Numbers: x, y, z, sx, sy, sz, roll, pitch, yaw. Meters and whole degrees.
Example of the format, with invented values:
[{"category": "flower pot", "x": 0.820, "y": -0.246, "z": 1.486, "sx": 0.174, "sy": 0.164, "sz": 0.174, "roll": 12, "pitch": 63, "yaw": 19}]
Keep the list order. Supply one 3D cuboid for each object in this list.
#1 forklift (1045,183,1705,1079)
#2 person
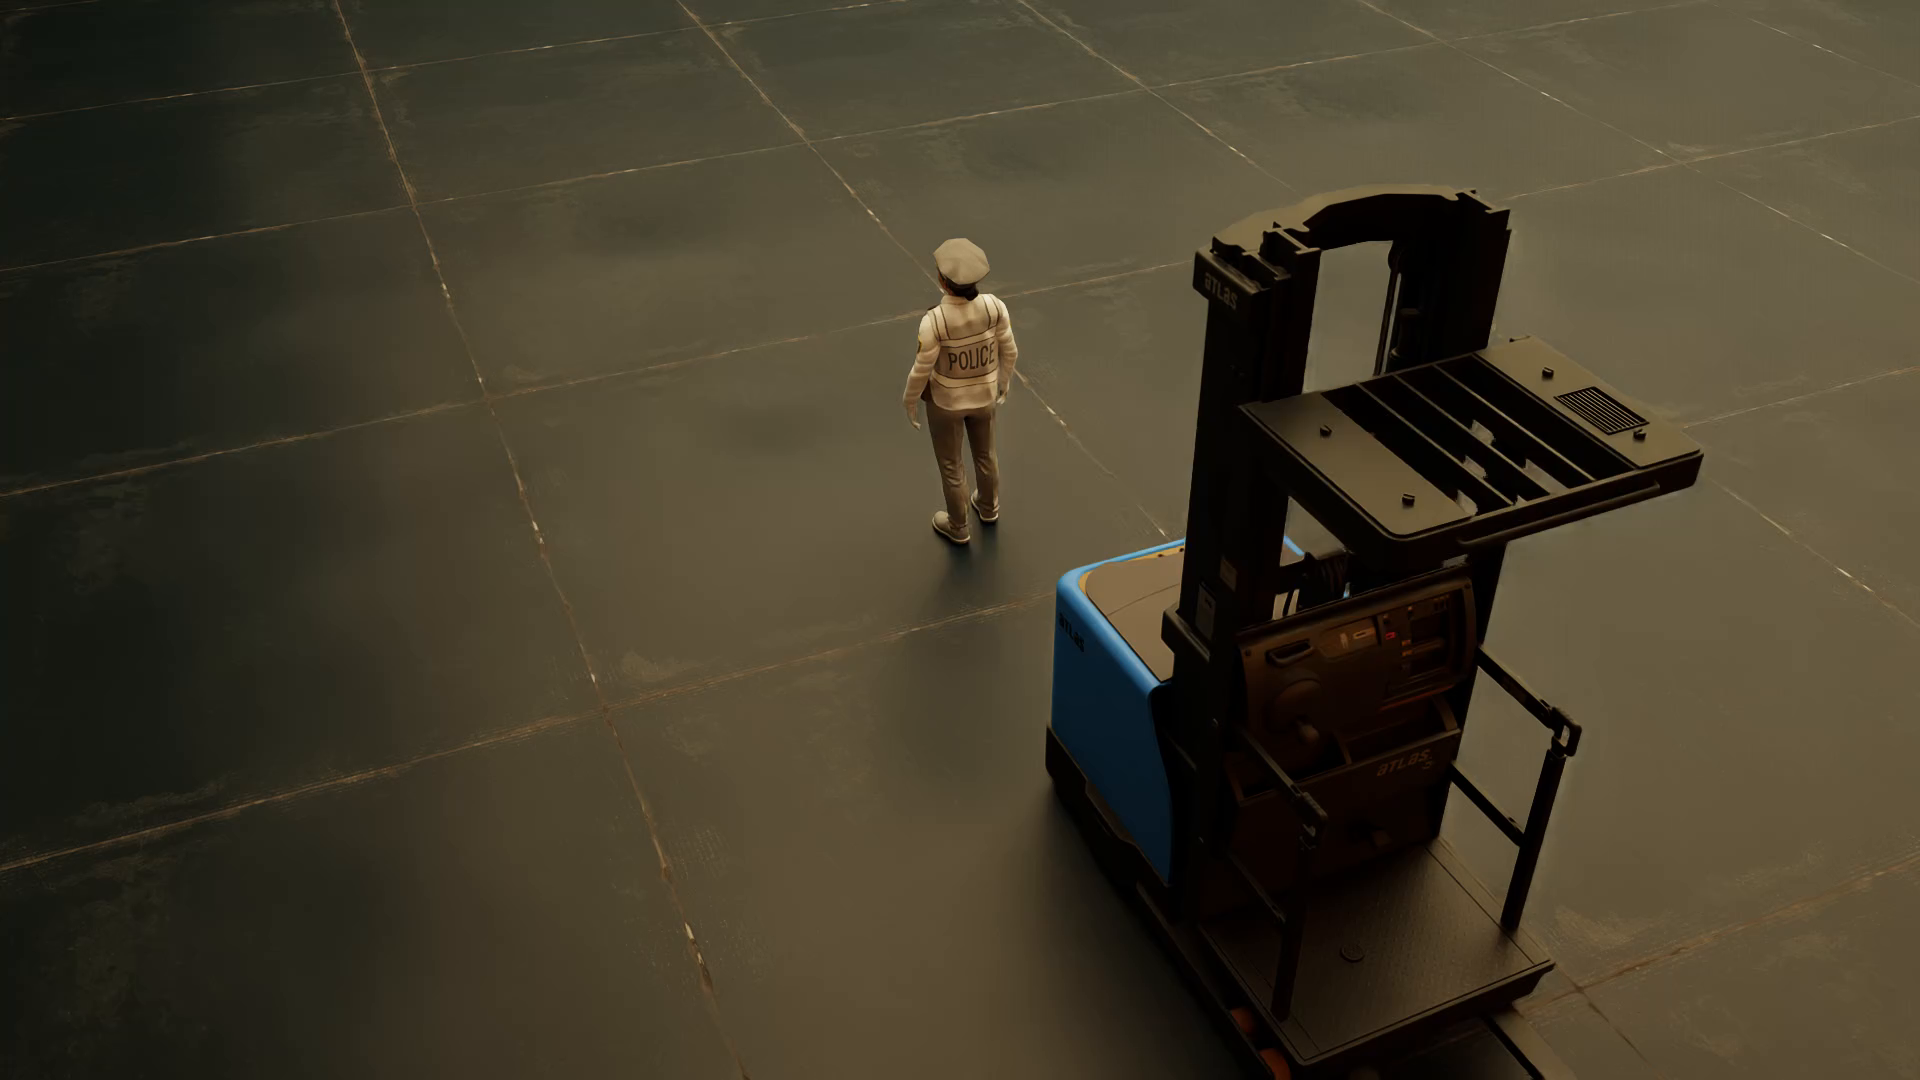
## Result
[{"category": "forklift", "x": 1.435, "y": 0.473, "z": 5.433, "sx": 1.130, "sy": 2.935, "sz": 3.031, "roll": -15, "pitch": 38, "yaw": -20}, {"category": "person", "x": -0.020, "y": -0.734, "z": 8.185, "sx": 0.588, "sy": 1.696, "sz": 0.533, "roll": -14, "pitch": 38, "yaw": -19}]
